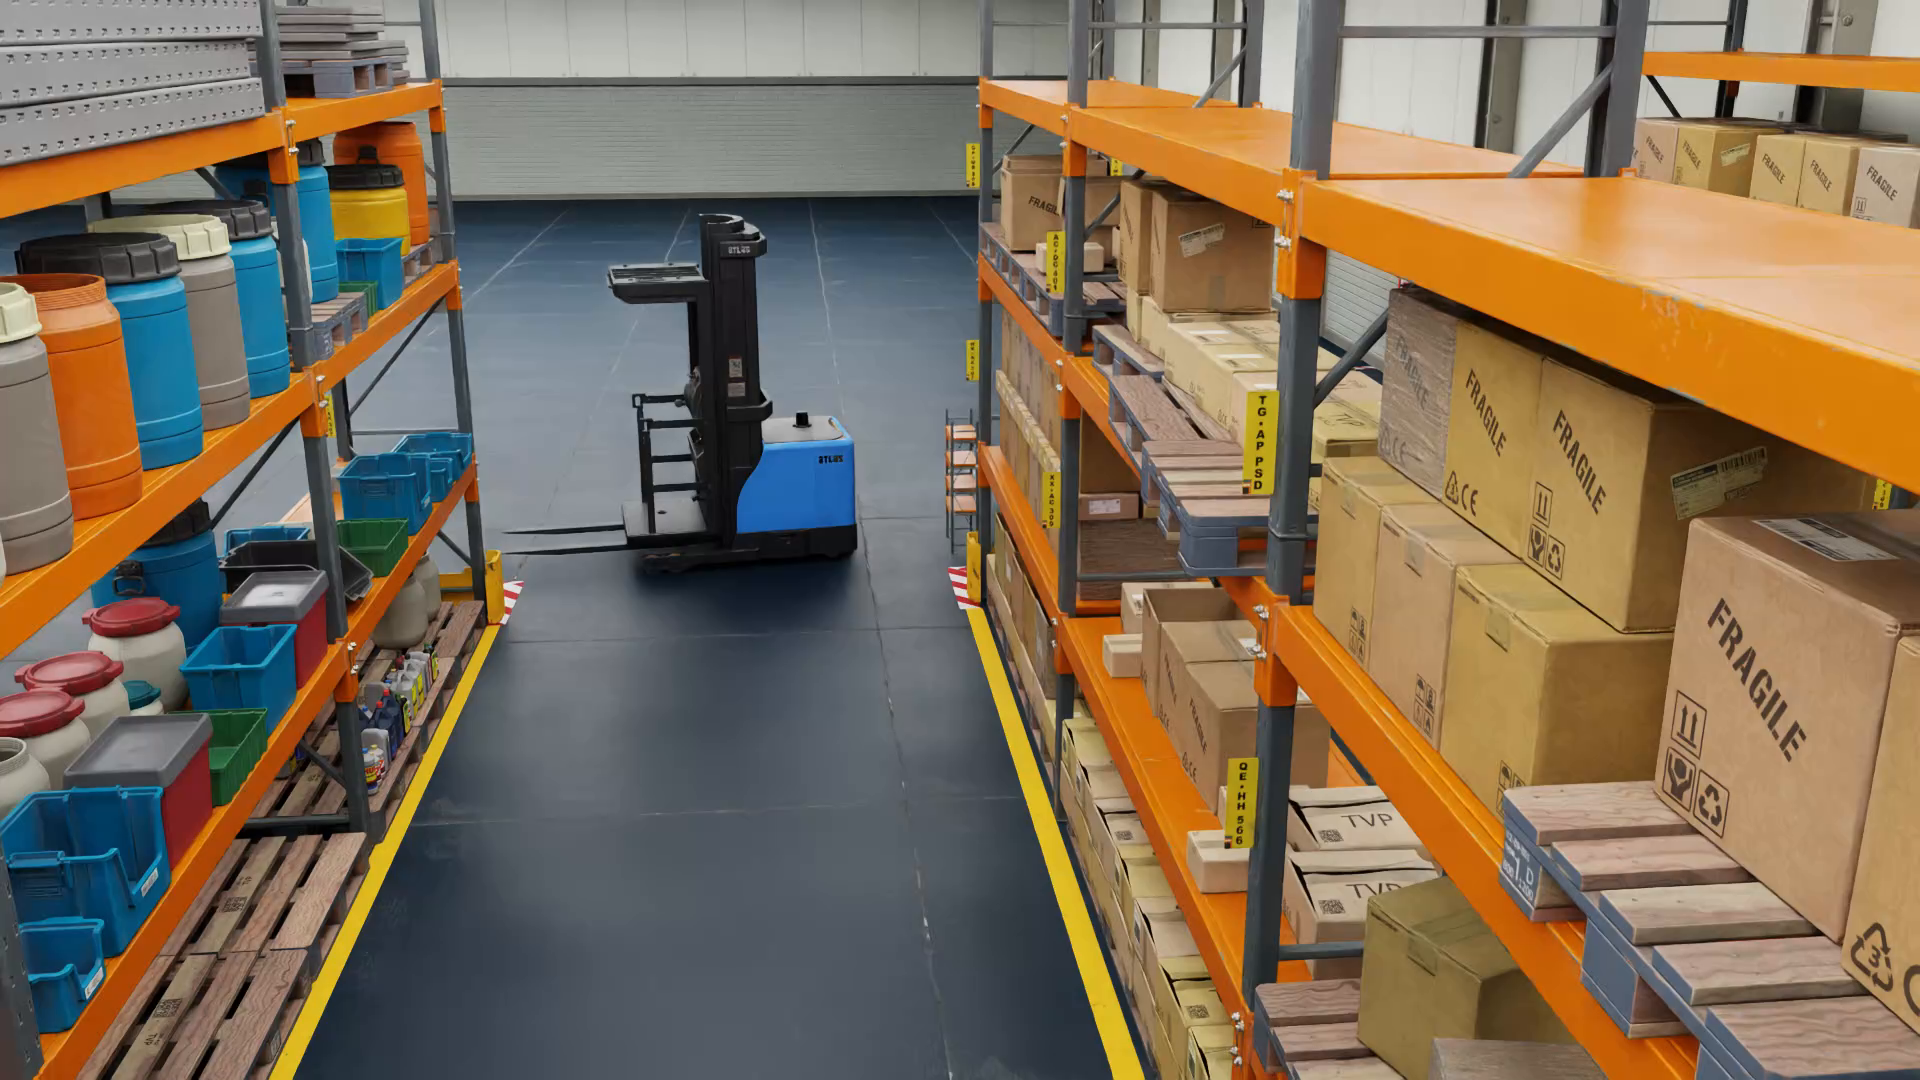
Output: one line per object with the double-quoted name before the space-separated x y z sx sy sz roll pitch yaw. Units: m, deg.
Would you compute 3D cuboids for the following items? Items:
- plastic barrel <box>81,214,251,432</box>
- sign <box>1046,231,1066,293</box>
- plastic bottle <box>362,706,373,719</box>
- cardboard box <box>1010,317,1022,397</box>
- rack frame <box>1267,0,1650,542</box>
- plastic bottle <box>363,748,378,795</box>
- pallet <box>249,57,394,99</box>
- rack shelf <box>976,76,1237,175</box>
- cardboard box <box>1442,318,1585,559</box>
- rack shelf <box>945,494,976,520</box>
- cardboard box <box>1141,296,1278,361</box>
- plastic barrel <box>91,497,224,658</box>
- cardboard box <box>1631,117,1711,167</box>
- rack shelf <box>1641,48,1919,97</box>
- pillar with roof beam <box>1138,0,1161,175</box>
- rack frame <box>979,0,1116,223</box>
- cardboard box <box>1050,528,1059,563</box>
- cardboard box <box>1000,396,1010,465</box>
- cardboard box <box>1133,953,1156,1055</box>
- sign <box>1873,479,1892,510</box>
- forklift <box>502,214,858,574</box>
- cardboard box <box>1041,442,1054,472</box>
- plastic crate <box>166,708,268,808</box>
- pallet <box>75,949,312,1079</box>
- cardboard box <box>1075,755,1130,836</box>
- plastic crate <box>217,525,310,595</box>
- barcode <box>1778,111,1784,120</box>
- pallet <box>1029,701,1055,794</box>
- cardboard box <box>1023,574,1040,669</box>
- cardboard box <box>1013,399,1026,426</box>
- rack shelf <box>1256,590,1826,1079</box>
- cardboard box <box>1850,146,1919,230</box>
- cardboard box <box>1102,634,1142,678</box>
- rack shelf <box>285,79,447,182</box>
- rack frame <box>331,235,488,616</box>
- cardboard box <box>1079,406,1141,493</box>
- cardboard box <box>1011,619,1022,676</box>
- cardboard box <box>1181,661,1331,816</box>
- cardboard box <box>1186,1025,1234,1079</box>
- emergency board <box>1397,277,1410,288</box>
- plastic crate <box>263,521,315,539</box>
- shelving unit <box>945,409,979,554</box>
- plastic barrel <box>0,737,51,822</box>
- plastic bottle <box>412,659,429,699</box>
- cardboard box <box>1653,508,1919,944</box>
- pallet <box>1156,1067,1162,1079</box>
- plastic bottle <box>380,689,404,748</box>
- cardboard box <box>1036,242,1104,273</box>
"plastic barrel" -3.527 -0.968 7.408 0.600 0.901 0.600 0 17 0
"sign" 0.513 -1.487 8.904 0.100 0.325 0.005 -2 18 -6
"plastic bottle" -3.668 1.161 10.290 0.097 0.271 0.097 0 17 0
"cardboard box" 0.753 -1.336 12.092 0.700 0.500 0.500 -2 18 -7
"rack frame" 1.477 -1.460 4.804 1.000 3.000 0.127 -2 18 -6
"plastic bottle" -3.459 1.346 9.703 0.097 0.271 0.097 0 17 0
"pallet" -4.104 -2.828 10.144 1.003 0.211 1.213 -2 18 -6
"rack shelf" 0.858 -2.714 10.666 1.077 0.370 4.000 -2 18 -6
"cardboard box" 1.569 -0.271 4.190 0.500 0.500 0.500 -2 18 -6
"rack shelf" 0.017 -0.270 14.920 0.258 0.148 0.480 -2 18 -6
"cardboard box" 1.178 -1.002 7.902 0.500 0.250 0.500 -3 18 -11
"plastic barrel" -4.124 0.248 8.543 0.600 0.901 0.708 -2 18 -6
"cardboard box" 5.377 -2.978 12.779 0.500 0.500 0.500 -3 18 -10
"rack shelf" 5.785 -3.057 11.097 1.077 0.370 4.000 -2 18 -6
"pillar with roof beam" -0.246 -10.833 34.660 9.100 9.000 0.400 -2 18 -6
"rack frame" 0.652 -3.843 12.396 1.000 3.000 0.127 -2 18 -6
"cardboard box" 0.952 -0.126 10.404 0.700 0.500 0.500 -2 18 -6
"cardboard box" 0.688 -0.889 12.835 0.700 0.500 0.500 -2 18 -6
"cardboard box" 1.075 2.061 7.493 0.500 0.250 0.500 -1 17 -4
"sign" 5.453 -0.338 9.799 0.100 0.325 0.005 -2 18 -6
"forklift" -2.480 -1.278 14.353 3.031 2.935 1.130 -4 18 -13
"cardboard box" 0.720 -0.524 10.589 0.380 0.149 0.250 -2 18 -6
"plastic crate" -3.402 0.974 7.422 0.450 0.188 0.662 -2 18 -6
"pallet" -3.614 2.290 7.531 1.003 0.211 1.213 -2 18 -6
"cardboard box" 0.906 1.335 8.871 0.500 0.311 0.500 -2 18 -6
"plastic crate" -4.247 0.112 10.061 0.499 0.251 0.616 -2 18 -6
"barcode" 6.150 -3.181 12.457 0.001 0.075 0.075 -2 18 -6
"pallet" 1.024 1.303 10.675 1.003 0.211 1.213 -2 18 -6
"cardboard box" 0.704 0.535 11.104 0.500 0.500 0.500 -2 18 -6
"cardboard box" 0.587 -0.907 11.809 0.380 0.149 0.250 -2 18 -7
"rack shelf" 1.684 0.910 3.463 1.077 0.370 4.000 -2 18 -6
"cardboard box" 5.670 -2.050 9.821 0.500 0.500 0.500 -3 18 -10
"cardboard box" 0.953 0.601 8.675 0.380 0.149 0.250 -2 18 -6
"rack shelf" -4.069 -2.562 10.182 1.077 0.370 4.000 -2 18 -6
"rack frame" -4.275 -0.829 12.811 1.000 3.000 0.127 -2 18 -6
"cardboard box" 1.013 -0.588 9.710 0.700 0.500 0.500 -2 18 -5
"cardboard box" 0.639 0.744 11.689 0.500 0.250 0.500 -2 18 -6
"cardboard box" 1.288 0.855 7.278 0.500 0.500 0.500 -3 18 -9
"cardboard box" 1.178 2.098 6.440 0.500 0.311 0.500 -1 17 -4
"emergency board" 5.676 -3.479 21.249 0.194 1.169 0.643 -2 18 -6
"plastic crate" -4.282 0.012 10.570 0.530 0.136 0.437 -2 18 -6
"shelving unit" 0.017 -0.523 14.840 0.258 1.200 0.503 -2 18 -6
"plastic barrel" -3.812 1.075 6.557 0.421 0.512 0.421 0 17 0
"plastic bottle" -3.637 0.911 11.079 0.152 0.276 0.135 -2 18 -7
"cardboard box" 1.771 0.317 3.115 0.600 0.600 0.600 -2 18 -8
"pallet" 1.431 2.486 6.905 1.003 0.211 1.213 -2 18 -6
"plastic bottle" -3.553 1.107 10.332 0.144 0.351 0.185 -3 18 -8
"cardboard box" 0.668 -1.719 10.121 0.380 0.149 0.250 -2 18 -6
